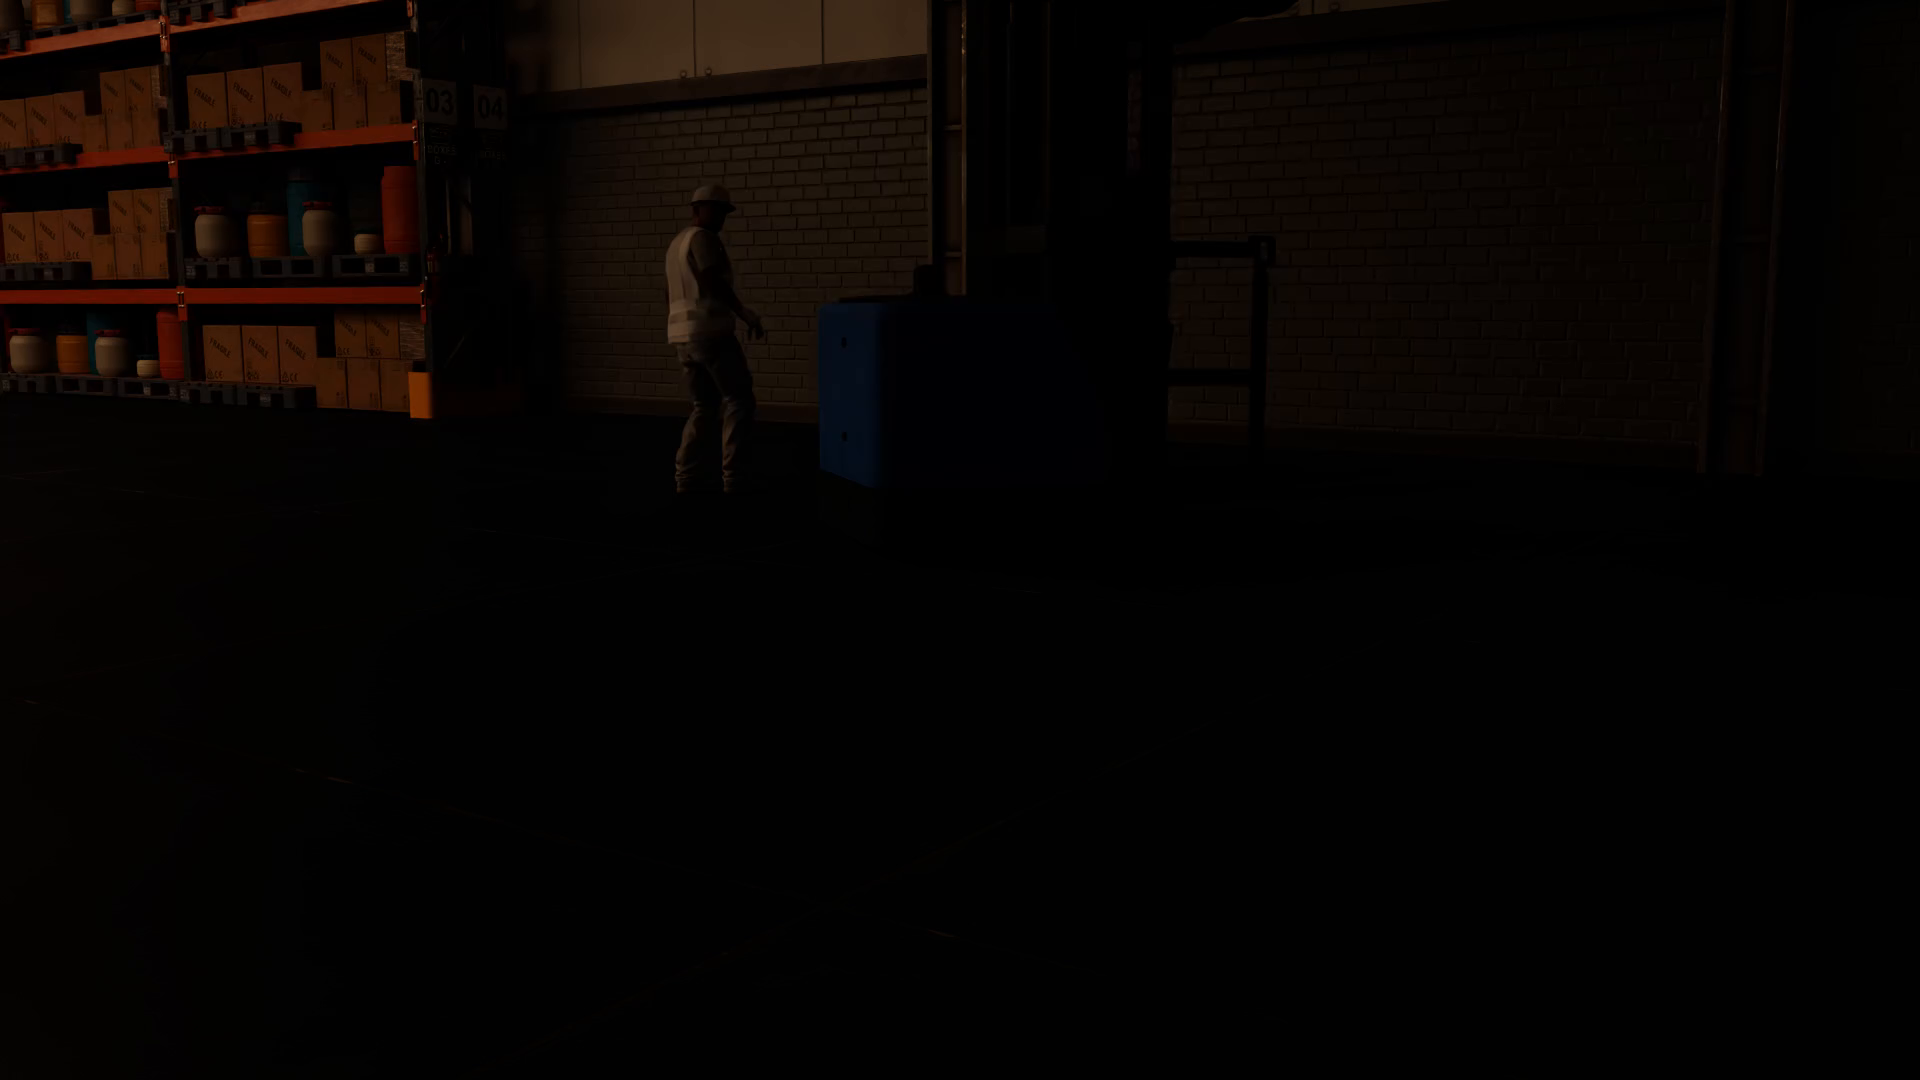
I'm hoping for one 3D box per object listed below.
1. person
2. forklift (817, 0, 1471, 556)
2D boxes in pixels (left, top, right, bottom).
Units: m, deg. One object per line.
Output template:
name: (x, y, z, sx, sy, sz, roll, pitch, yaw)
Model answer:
person: (-1.407, -1.138, 9.444, 0.518, 1.742, 0.763, -7, 10, -39)
forklift: (0.908, -1.484, 7.625, 3.031, 2.935, 1.130, -3, 9, -18)
